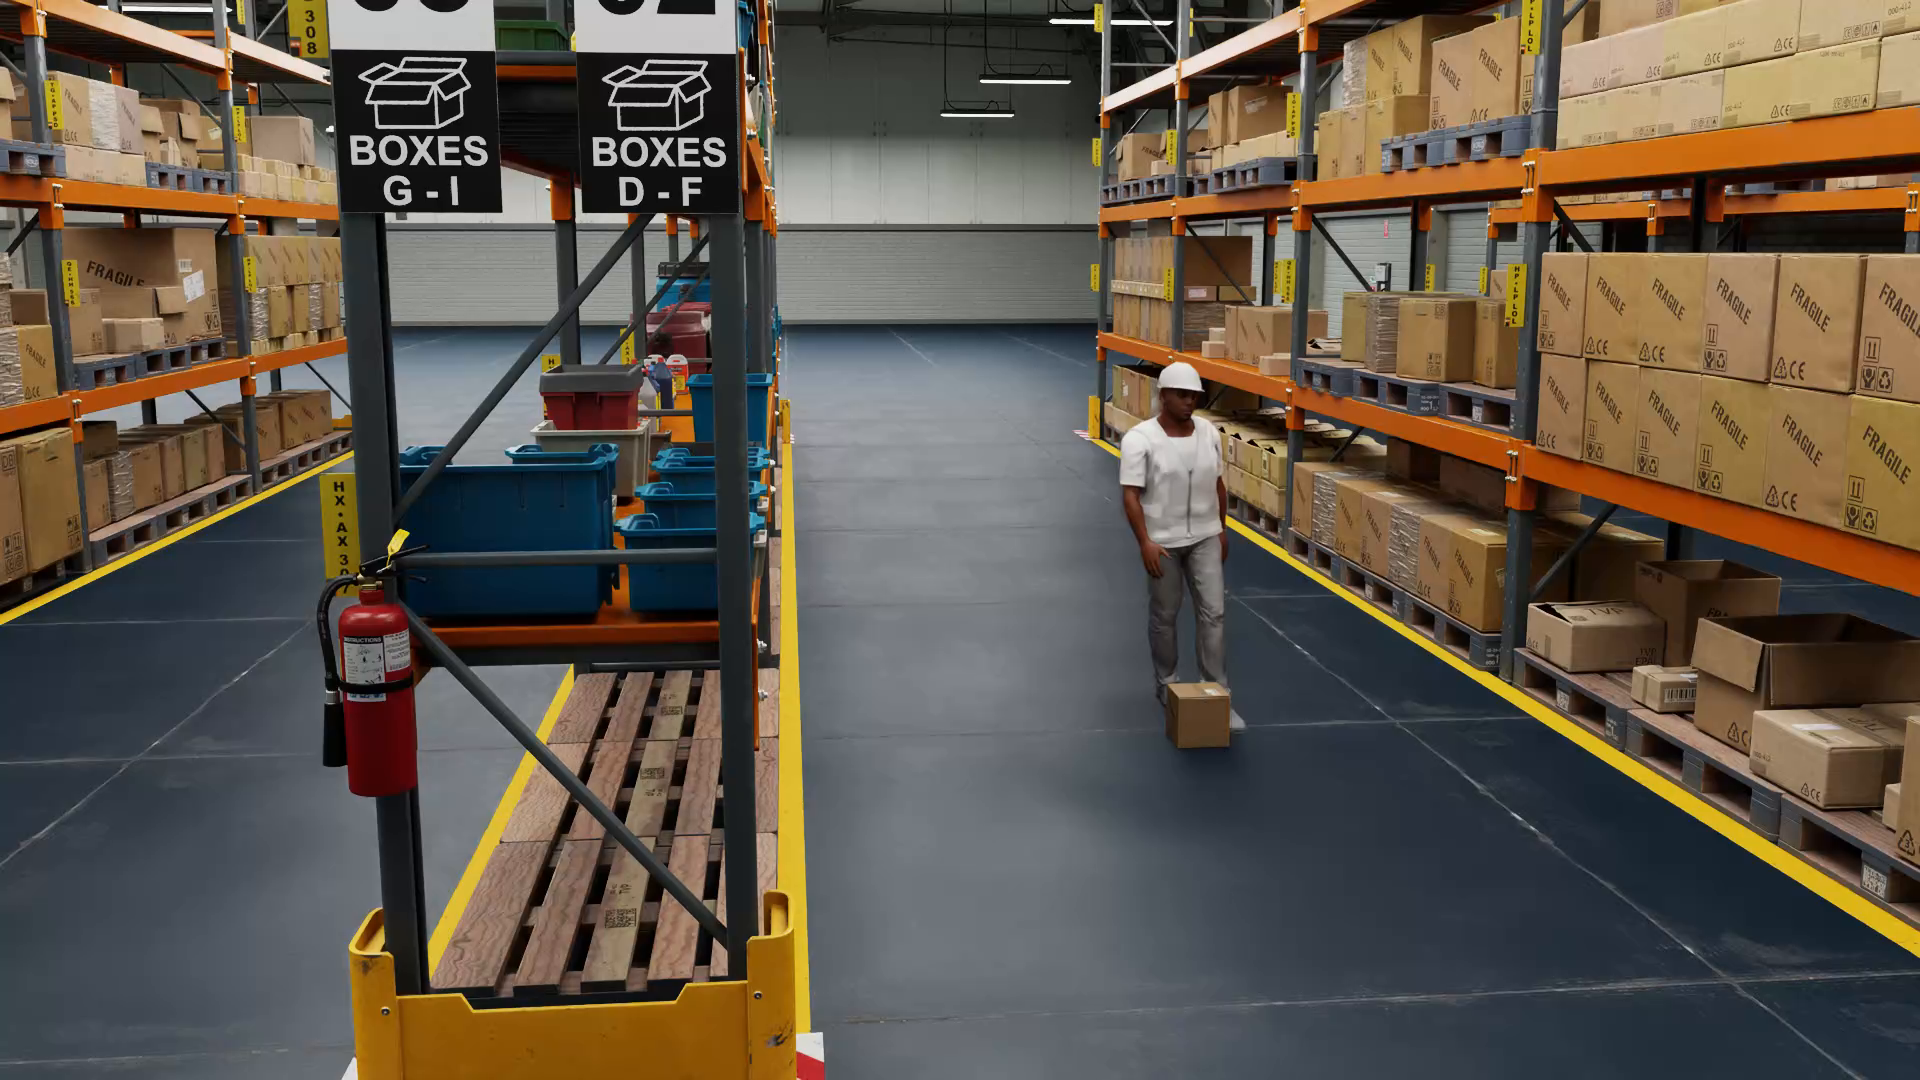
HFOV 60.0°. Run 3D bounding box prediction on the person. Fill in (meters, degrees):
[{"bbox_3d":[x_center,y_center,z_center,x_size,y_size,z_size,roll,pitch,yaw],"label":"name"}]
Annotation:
[{"bbox_3d":[1.101,0.022,8.214,0.625,1.777,0.702,-2,10,-12],"label":"person"}]
